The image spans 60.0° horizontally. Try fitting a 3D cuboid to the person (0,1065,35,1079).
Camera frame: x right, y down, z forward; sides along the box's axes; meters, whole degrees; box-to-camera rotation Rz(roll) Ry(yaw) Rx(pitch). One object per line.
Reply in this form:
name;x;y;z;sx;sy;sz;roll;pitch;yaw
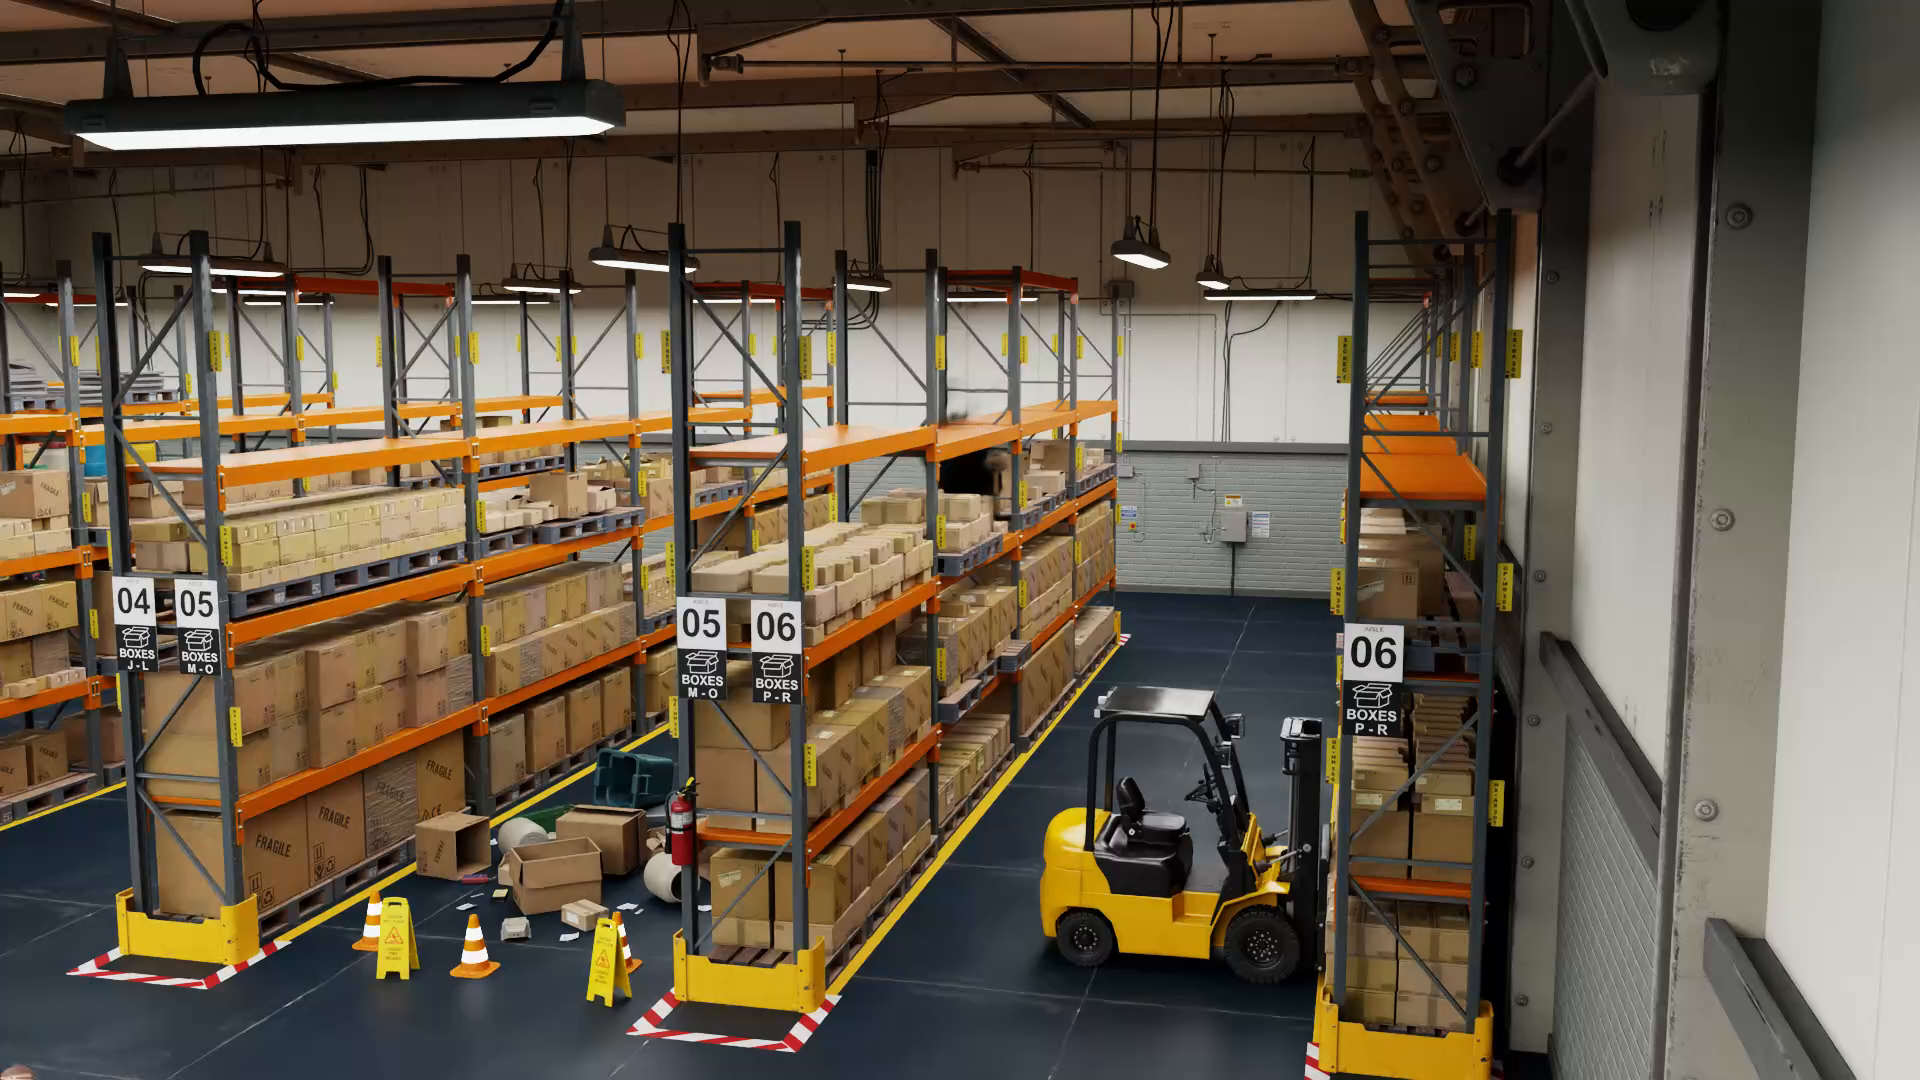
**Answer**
person;-4.503;3.360;8.044;0.662;1.696;0.784;-5;9;-37
